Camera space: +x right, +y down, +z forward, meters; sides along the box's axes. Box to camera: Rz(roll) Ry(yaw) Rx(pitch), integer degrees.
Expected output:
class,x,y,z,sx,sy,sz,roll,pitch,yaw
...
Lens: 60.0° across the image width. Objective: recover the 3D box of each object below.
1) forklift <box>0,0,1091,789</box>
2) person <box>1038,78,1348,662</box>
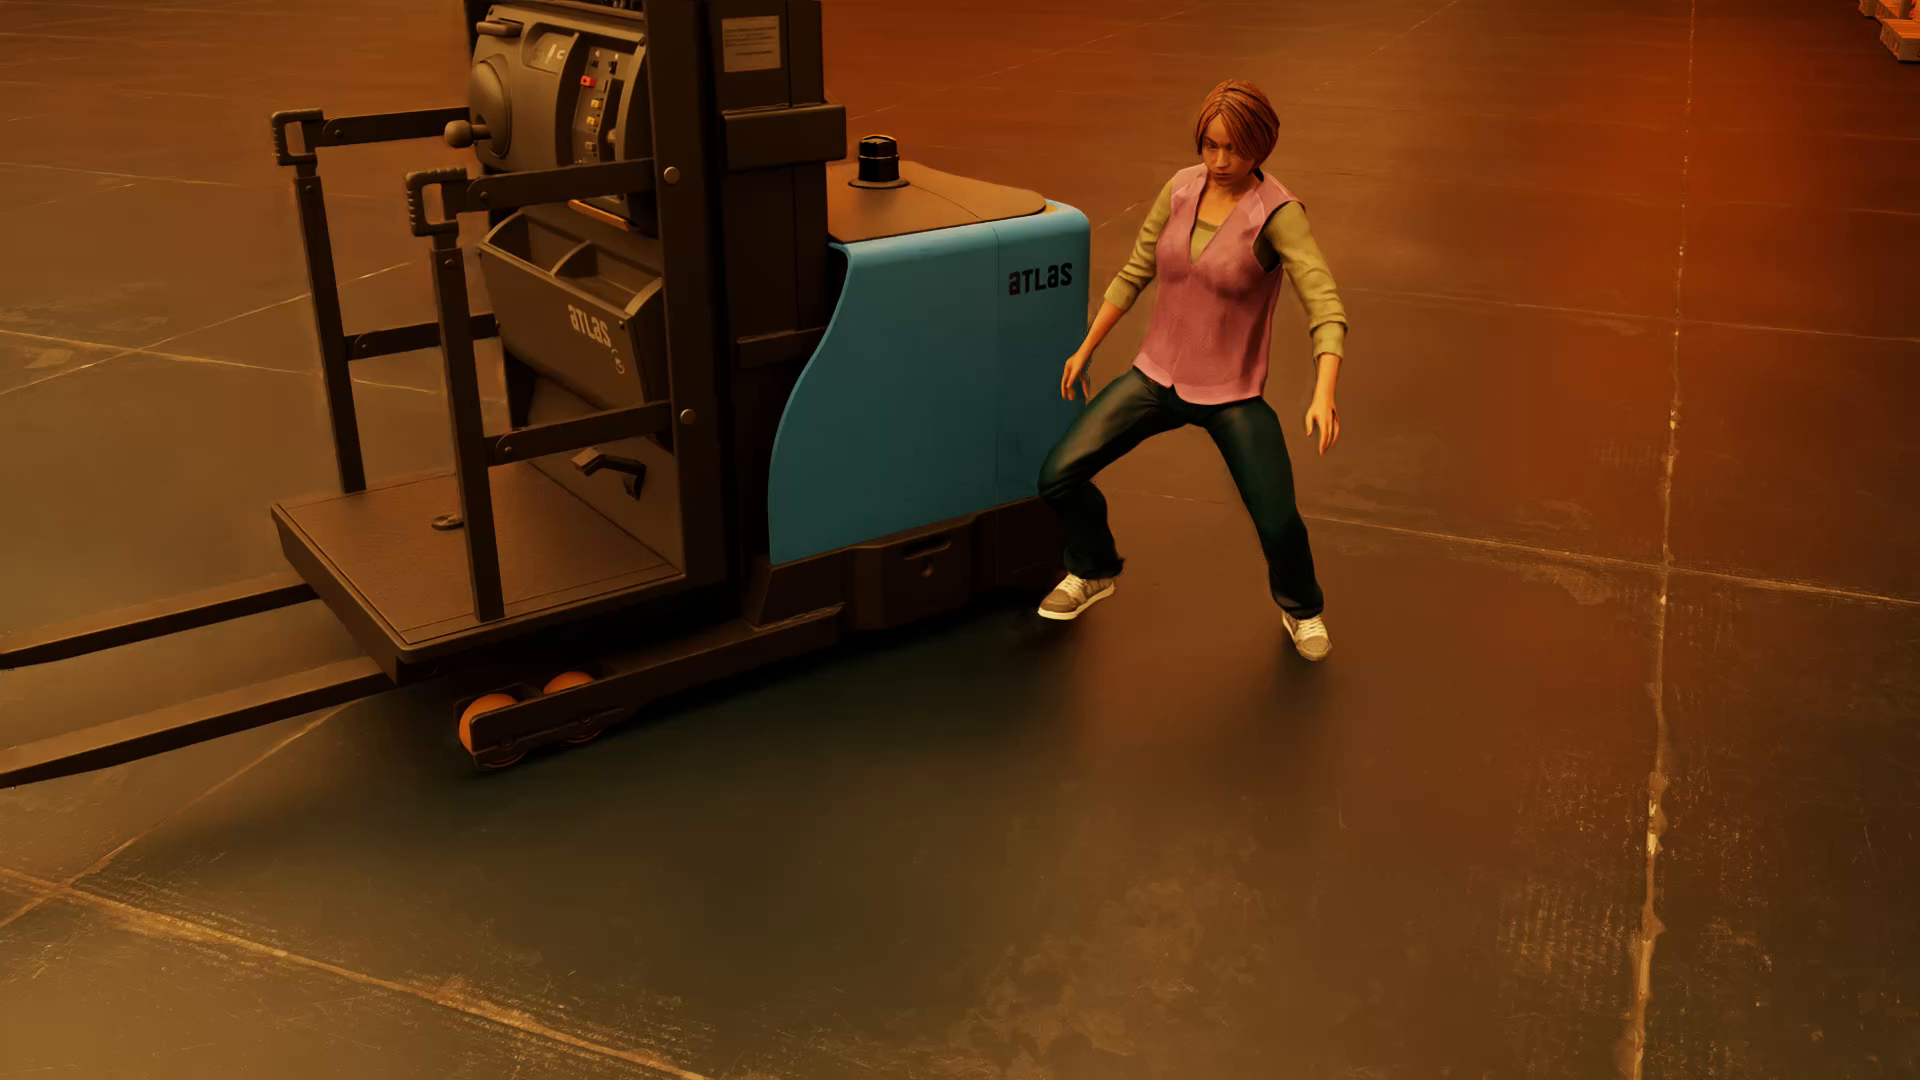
class,x,y,z,sx,sy,sz,roll,pitch,yaw
forklift,-1.130,-1.059,3.826,3.031,2.935,1.130,-15,27,-33
person,0.631,-0.373,4.148,0.814,1.478,0.618,16,27,33
